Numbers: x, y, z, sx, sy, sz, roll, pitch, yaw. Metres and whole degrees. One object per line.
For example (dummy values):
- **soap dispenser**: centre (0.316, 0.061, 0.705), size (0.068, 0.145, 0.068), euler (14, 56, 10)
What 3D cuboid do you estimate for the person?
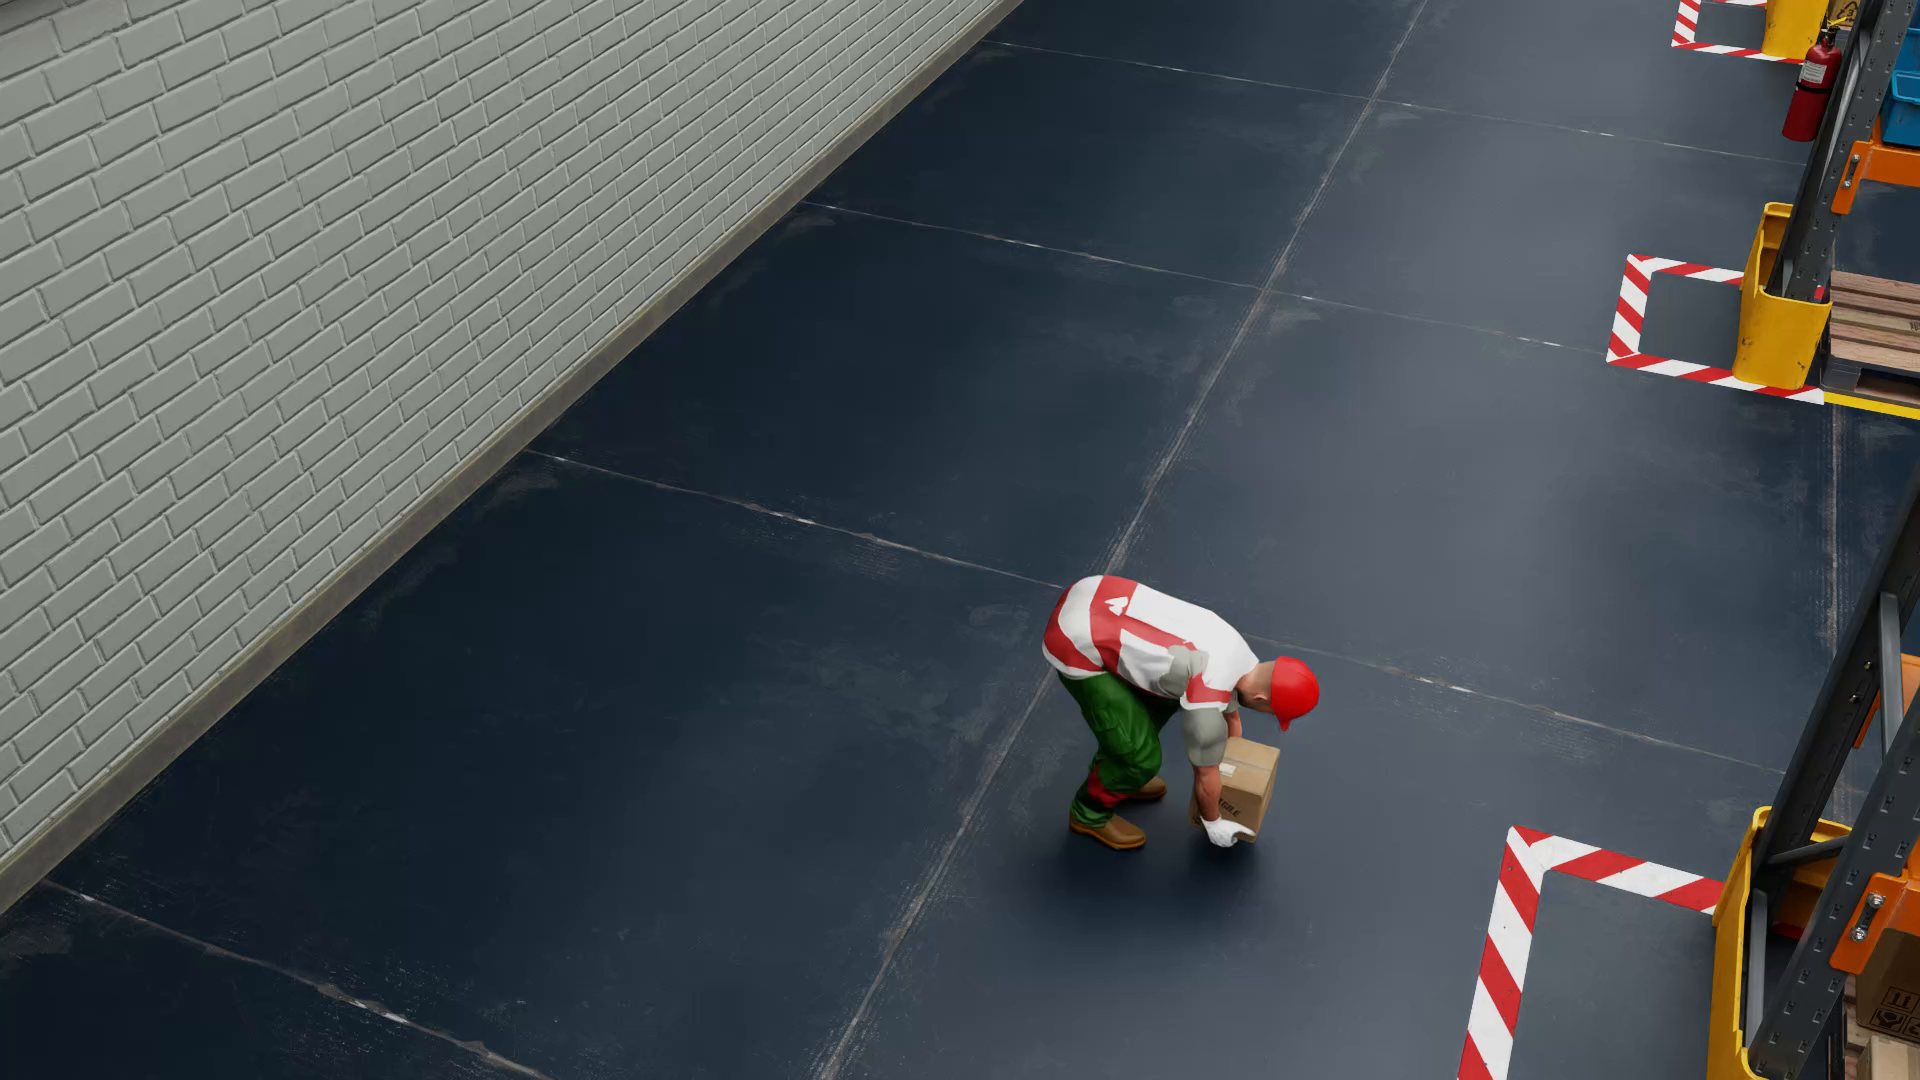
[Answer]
- **person**: centre (0.762, 0.641, 5.902), size (0.957, 1.037, 0.522), euler (12, 39, 16)
